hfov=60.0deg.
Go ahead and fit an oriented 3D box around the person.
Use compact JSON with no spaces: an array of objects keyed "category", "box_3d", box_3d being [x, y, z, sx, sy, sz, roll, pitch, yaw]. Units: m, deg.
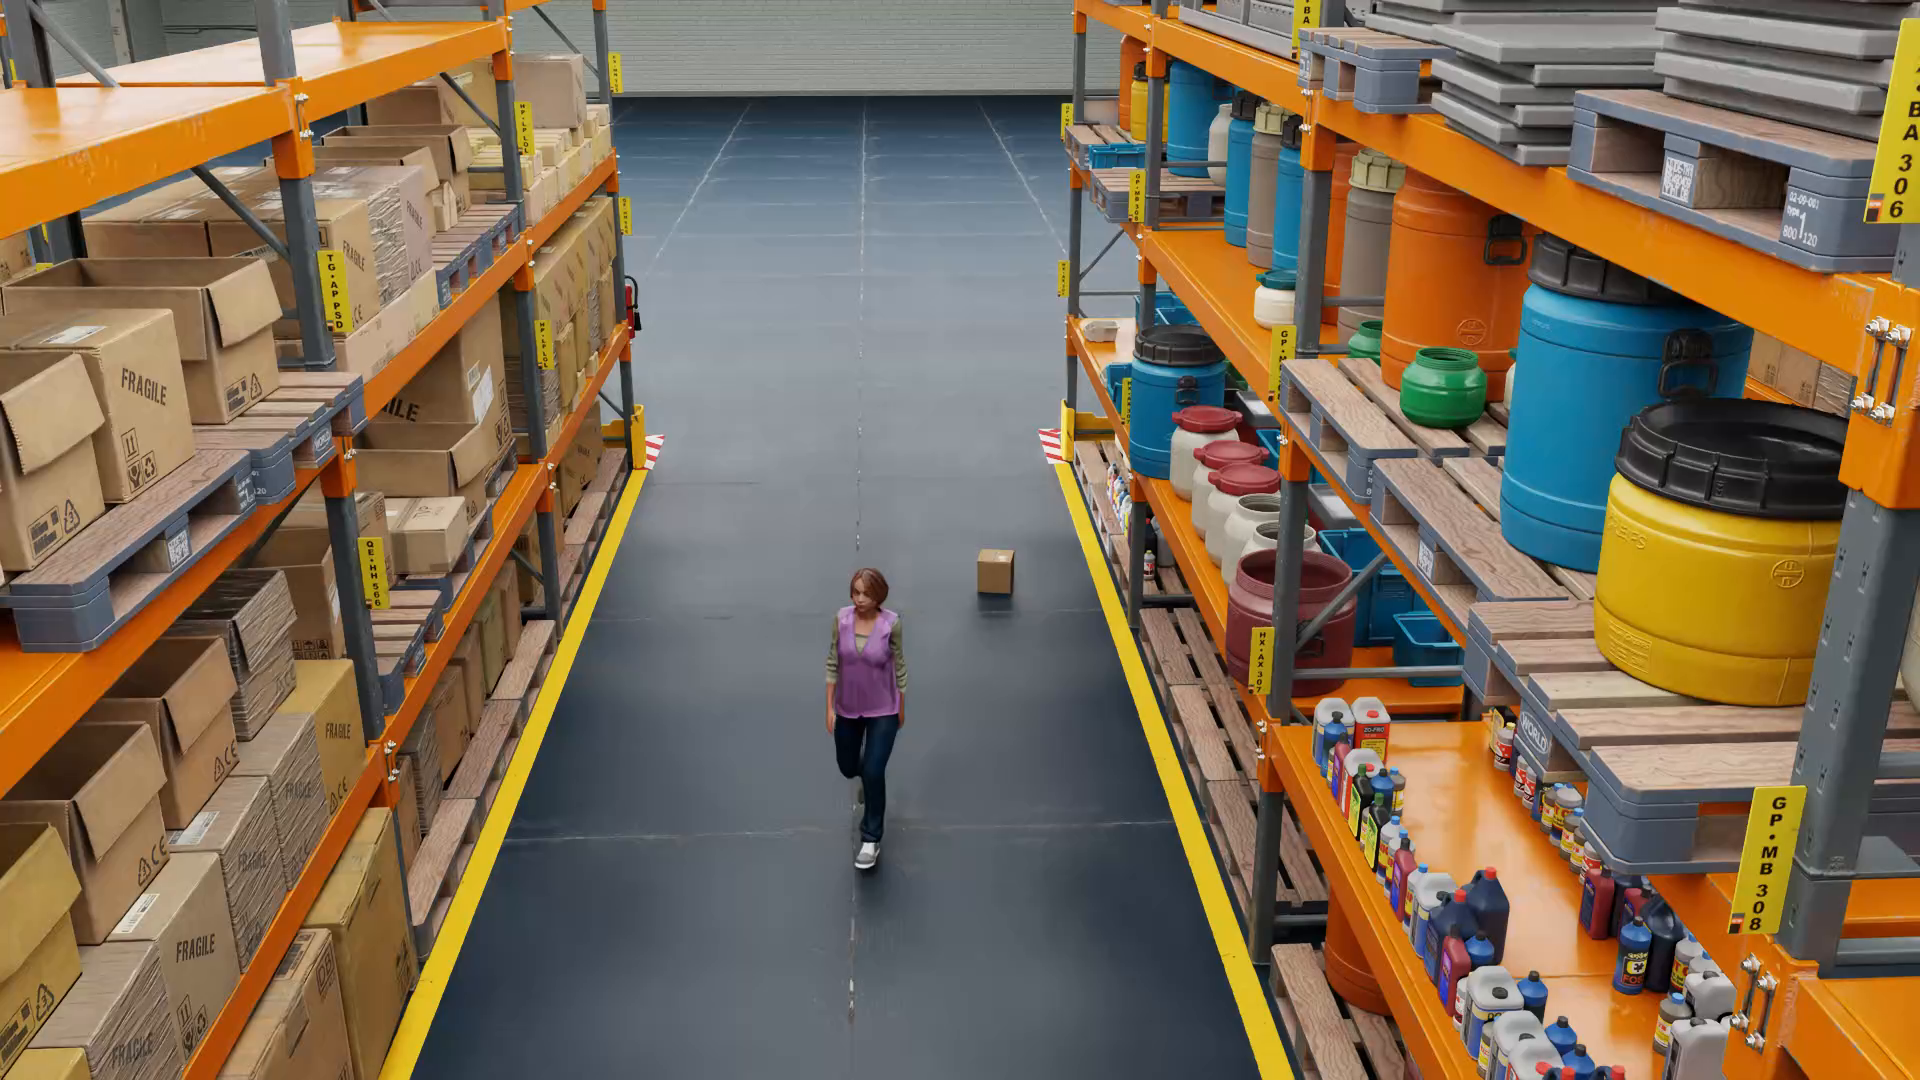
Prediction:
[{"category":"person","box_3d":[-0.490,0.880,8.715,0.418,1.579,0.653,5,21,14]}]
